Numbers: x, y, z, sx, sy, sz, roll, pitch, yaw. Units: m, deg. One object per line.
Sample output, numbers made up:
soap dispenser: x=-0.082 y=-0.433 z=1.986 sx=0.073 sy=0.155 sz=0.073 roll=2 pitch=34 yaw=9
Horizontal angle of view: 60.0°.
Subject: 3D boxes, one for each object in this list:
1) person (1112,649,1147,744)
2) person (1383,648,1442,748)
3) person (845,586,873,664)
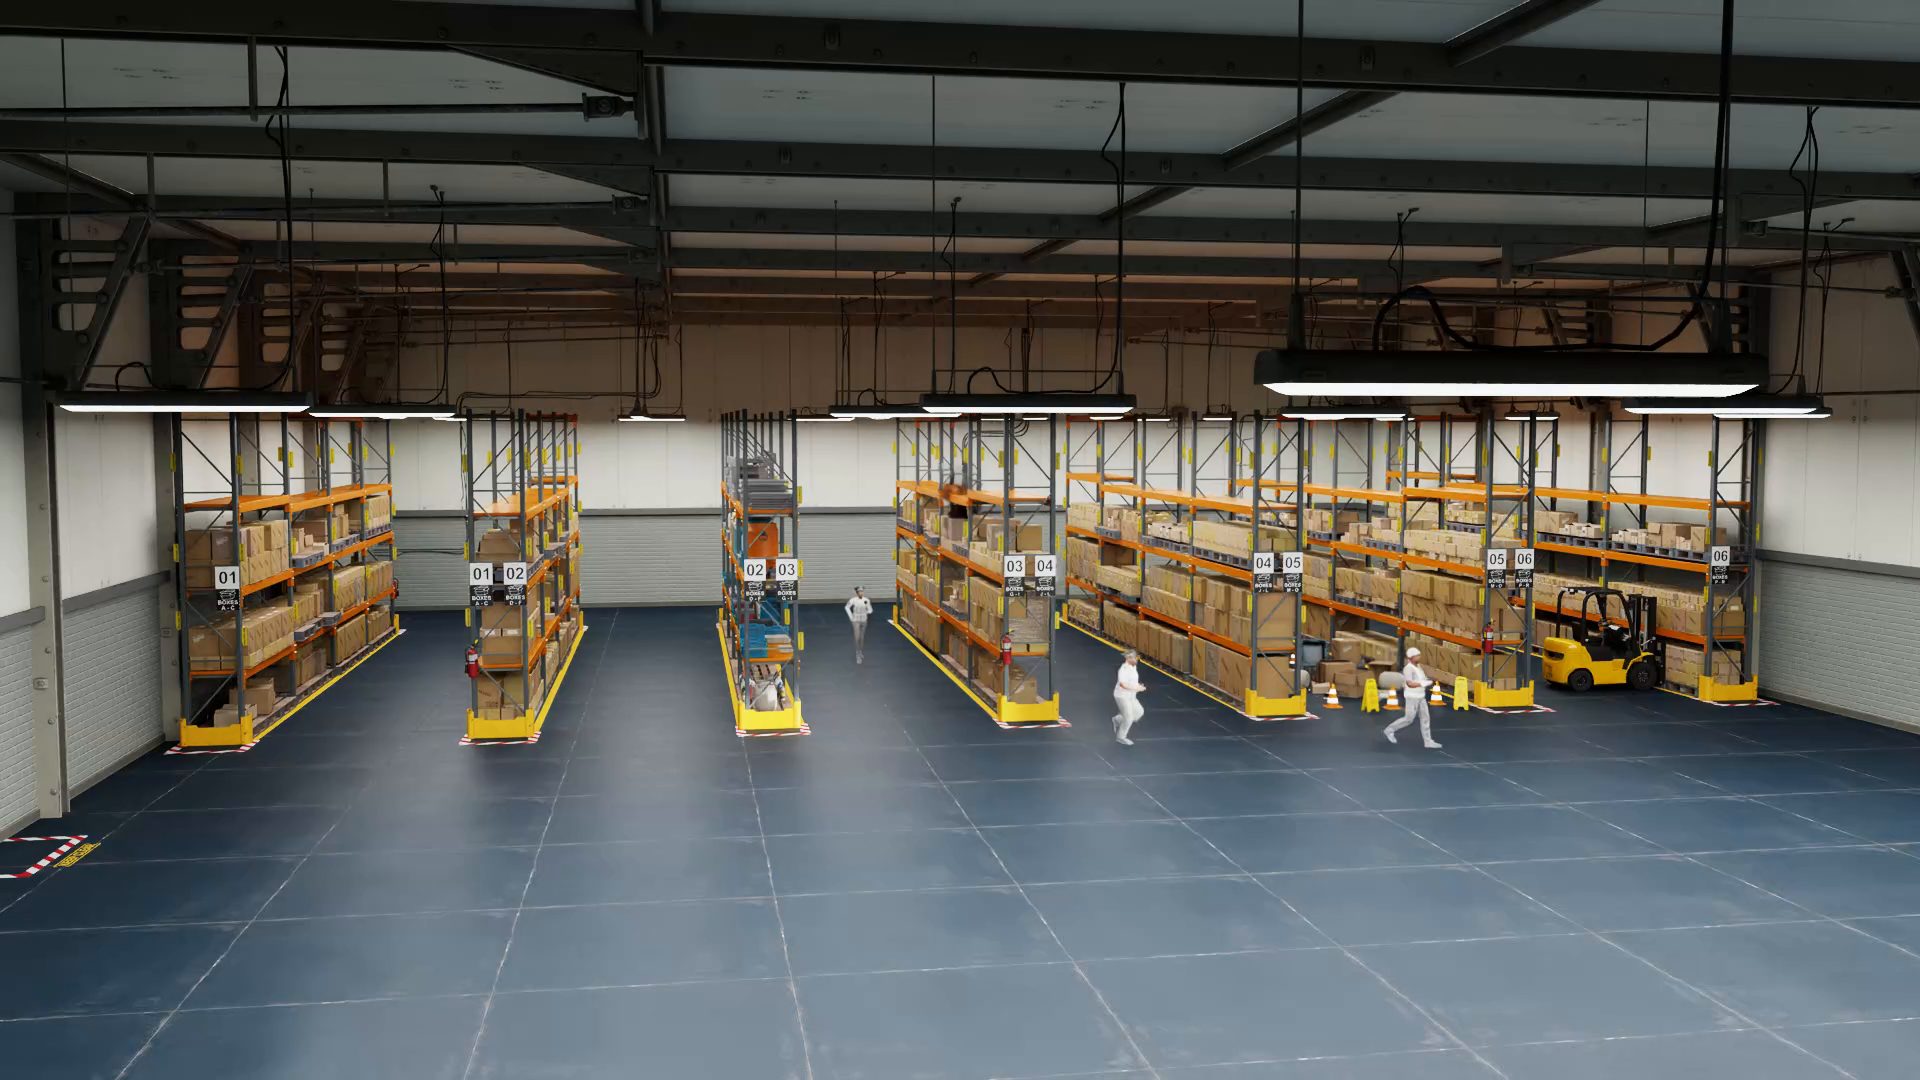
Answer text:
person: x=3.040 y=2.793 z=29.766 sx=0.674 sy=1.735 sz=0.706 roll=2 pitch=4 yaw=25
person: x=7.993 y=2.771 z=29.274 sx=1.004 sy=1.759 sz=0.690 roll=3 pitch=5 yaw=33
person: x=-2.305 y=1.932 z=38.331 sx=0.601 sy=1.786 sz=0.654 roll=-1 pitch=4 yaw=-17
